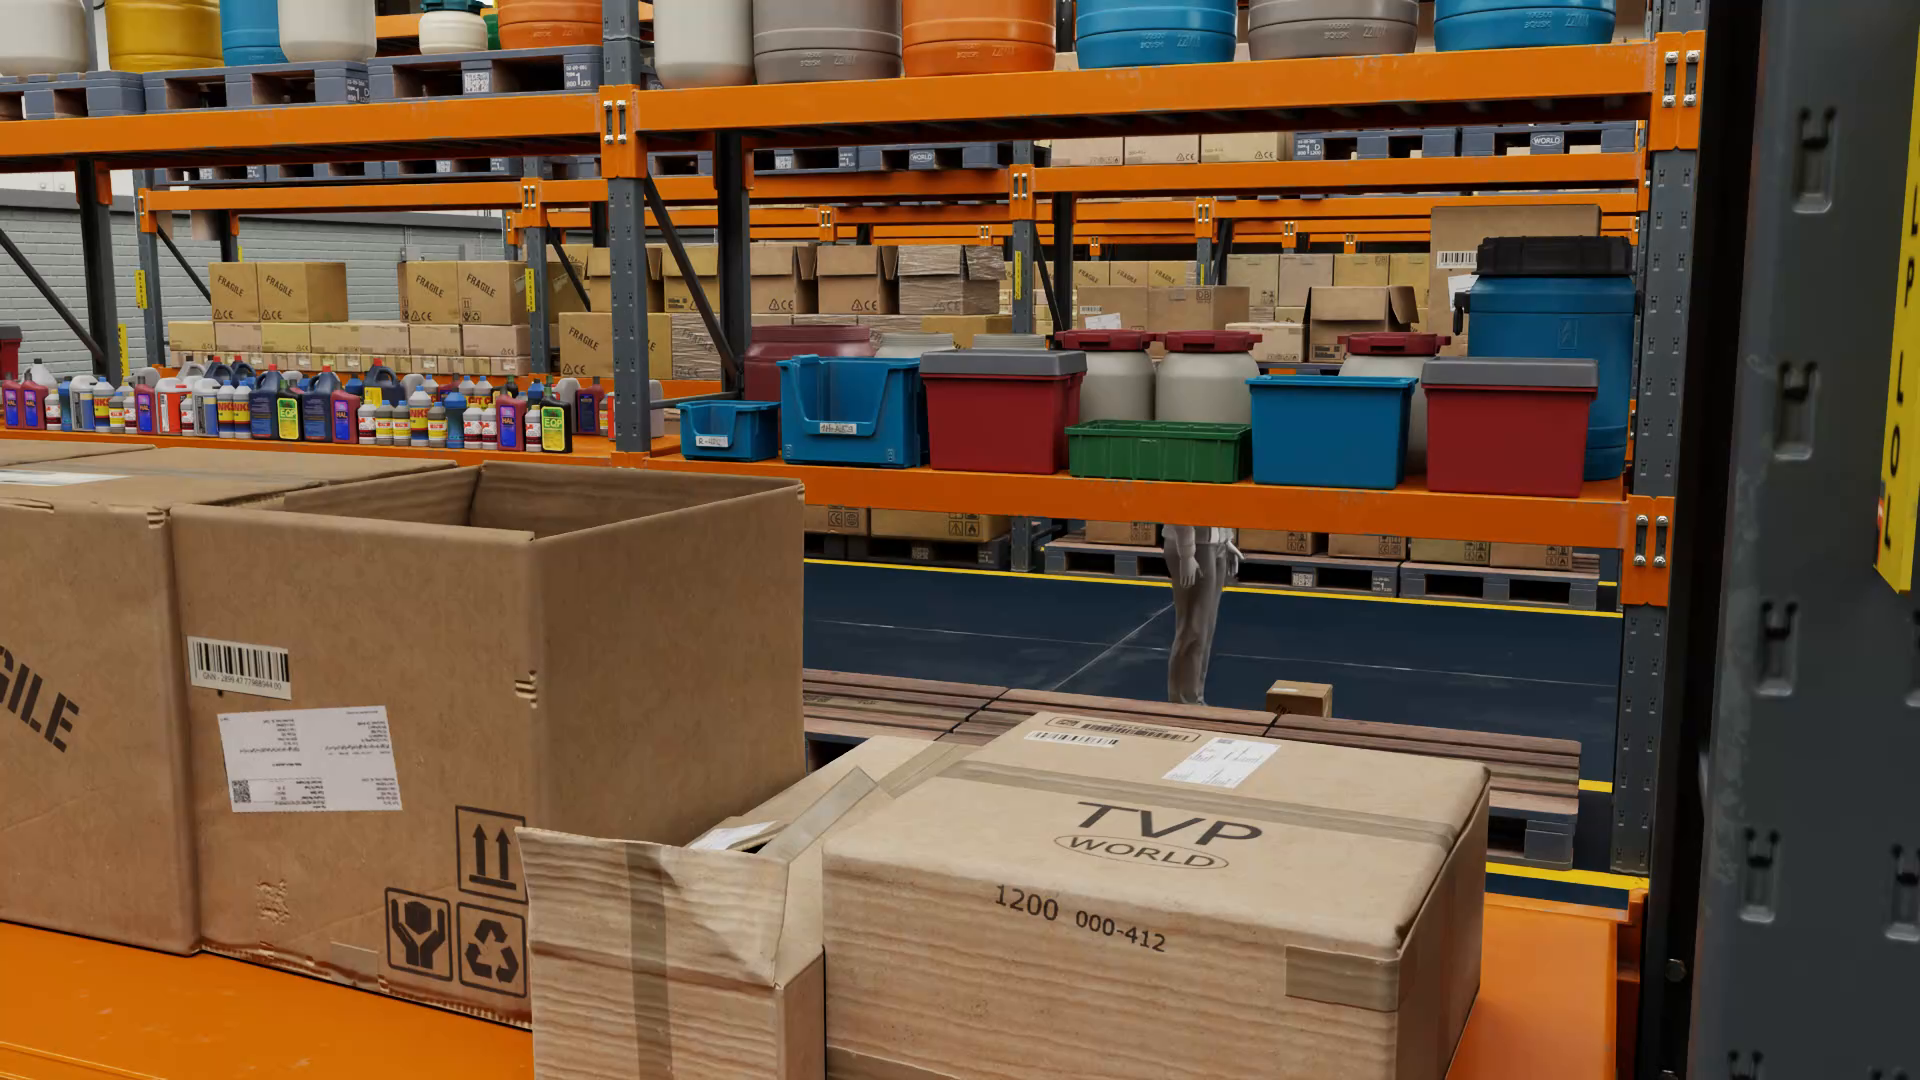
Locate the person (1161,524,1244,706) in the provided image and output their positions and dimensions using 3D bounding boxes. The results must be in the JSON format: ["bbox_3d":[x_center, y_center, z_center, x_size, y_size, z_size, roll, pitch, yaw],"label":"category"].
[{"bbox_3d":[1.090,0.043,7.468,0.386,1.701,0.483,4,10,22],"label":"person"}]
